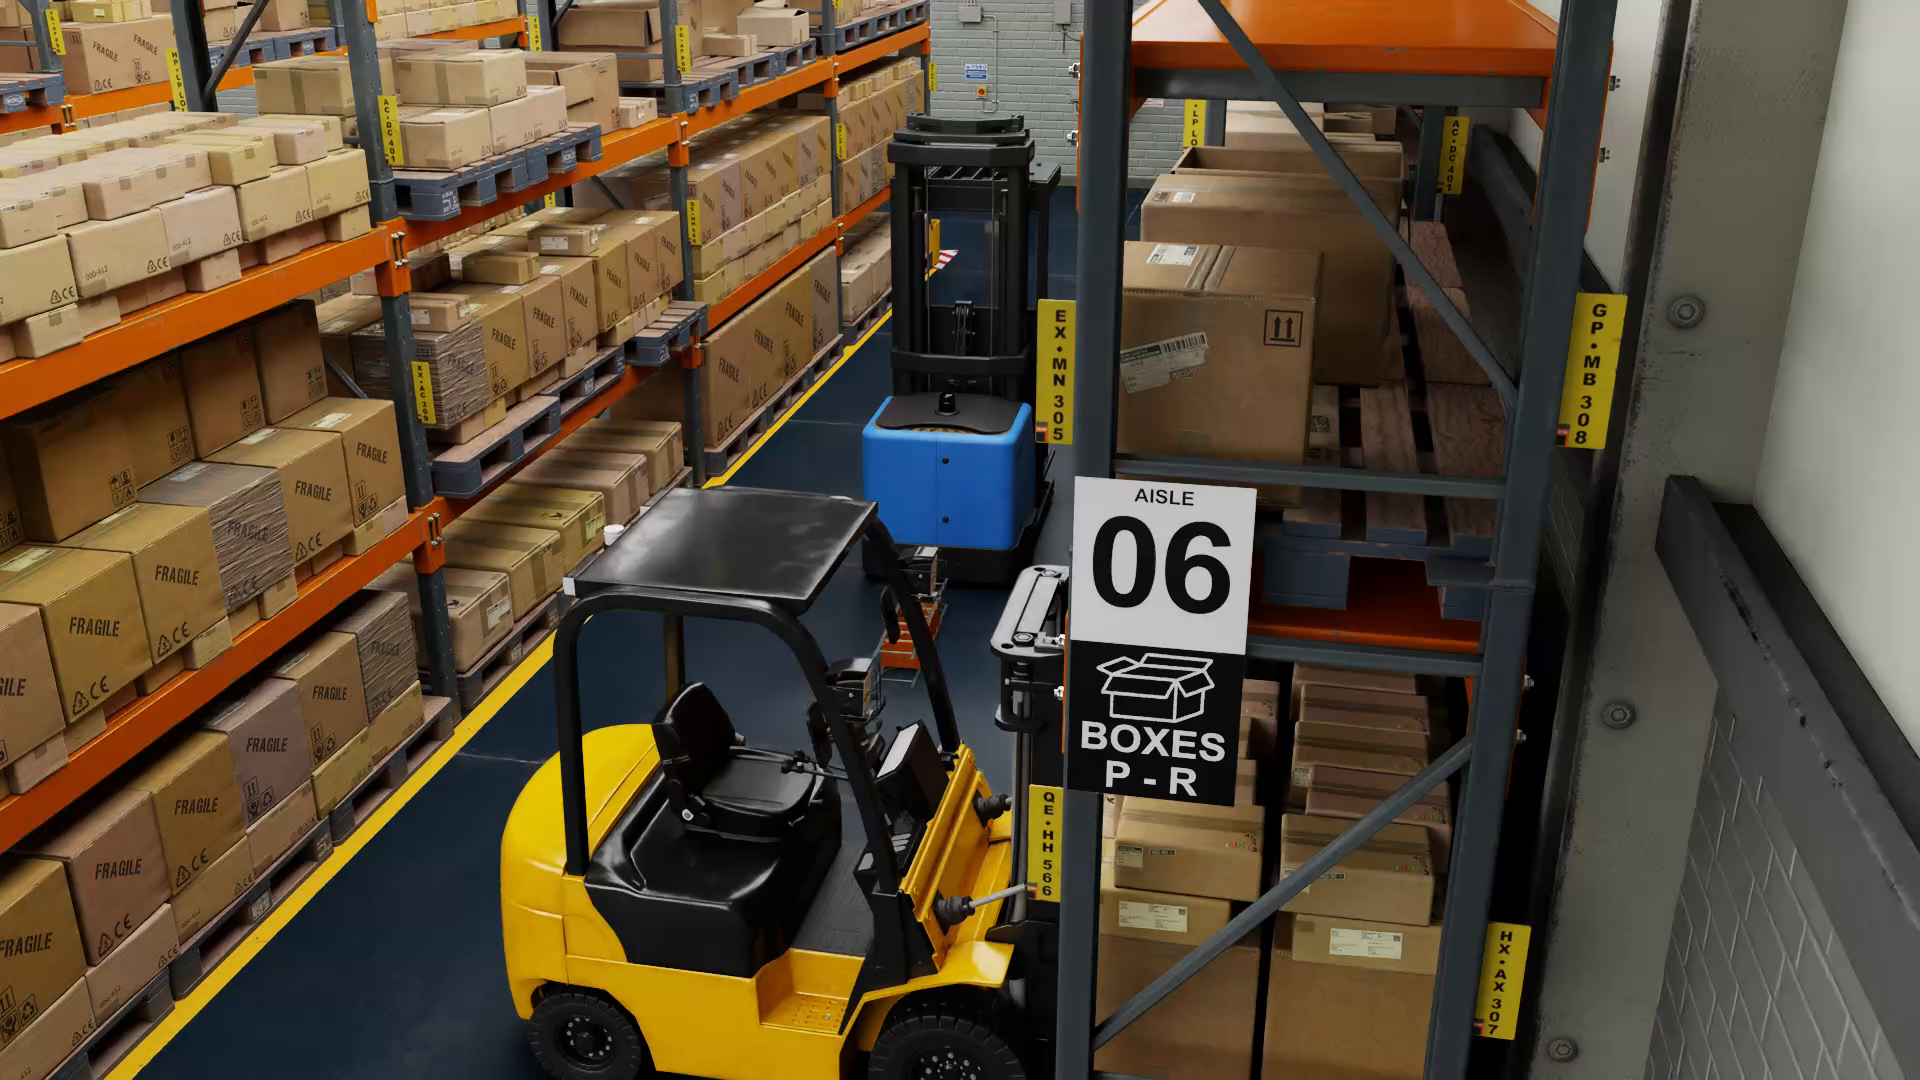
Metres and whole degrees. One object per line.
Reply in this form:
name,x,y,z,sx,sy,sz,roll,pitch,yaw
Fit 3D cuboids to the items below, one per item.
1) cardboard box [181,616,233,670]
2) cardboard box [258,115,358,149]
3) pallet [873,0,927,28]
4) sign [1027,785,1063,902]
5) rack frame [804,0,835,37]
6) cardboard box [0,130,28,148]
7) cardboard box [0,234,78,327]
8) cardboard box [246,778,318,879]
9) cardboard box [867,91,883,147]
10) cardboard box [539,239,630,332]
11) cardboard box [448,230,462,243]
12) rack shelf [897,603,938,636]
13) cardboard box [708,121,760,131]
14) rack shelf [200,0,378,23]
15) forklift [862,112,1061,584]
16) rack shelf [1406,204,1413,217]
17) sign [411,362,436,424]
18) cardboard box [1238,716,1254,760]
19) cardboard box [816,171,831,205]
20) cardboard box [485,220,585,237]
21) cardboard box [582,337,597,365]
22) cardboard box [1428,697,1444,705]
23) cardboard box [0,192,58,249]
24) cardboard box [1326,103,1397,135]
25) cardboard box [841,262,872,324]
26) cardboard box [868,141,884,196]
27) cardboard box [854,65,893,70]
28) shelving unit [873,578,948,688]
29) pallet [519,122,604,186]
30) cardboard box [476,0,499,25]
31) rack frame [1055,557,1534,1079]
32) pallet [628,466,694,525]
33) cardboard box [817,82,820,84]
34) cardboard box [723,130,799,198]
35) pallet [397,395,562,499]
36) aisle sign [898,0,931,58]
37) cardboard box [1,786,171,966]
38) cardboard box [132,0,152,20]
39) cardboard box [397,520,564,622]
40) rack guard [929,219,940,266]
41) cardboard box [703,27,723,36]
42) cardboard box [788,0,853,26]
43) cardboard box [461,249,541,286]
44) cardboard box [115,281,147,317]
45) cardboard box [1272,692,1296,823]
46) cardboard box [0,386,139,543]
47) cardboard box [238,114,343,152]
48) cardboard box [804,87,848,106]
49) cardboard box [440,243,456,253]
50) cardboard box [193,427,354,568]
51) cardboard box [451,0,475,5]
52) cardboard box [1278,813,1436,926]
cardboard box,-3.367,0.423,7.126,0.380,0.149,0.250,5,22,11
cardboard box,-3.320,-2.136,8.766,0.500,0.250,0.500,4,22,10
pallet,-0.990,-5.862,18.496,1.003,0.211,1.213,4,22,11
sign,0.218,0.752,4.105,0.100,0.325,0.005,4,22,11
rack frame,-1.665,-6.103,14.963,1.000,3.000,0.127,4,22,11
cardboard box,-10.908,-4.478,18.759,0.500,0.250,0.500,4,22,11
cardboard box,-3.557,-0.930,5.934,0.500,0.250,0.500,5,22,12
cardboard box,-3.362,1.304,7.720,0.500,0.250,0.500,5,22,12
cardboard box,-1.106,-4.357,17.185,0.500,0.500,0.500,5,22,12
cardboard box,-2.498,-1.675,10.903,0.500,0.500,0.500,3,22,7
cardboard box,-5.914,-3.489,18.959,0.380,0.149,0.250,5,22,11
rack shelf,-0.266,0.490,10.379,0.258,0.180,0.103,4,22,9
cardboard box,-2.113,-3.504,15.065,0.500,0.500,0.500,4,22,11
rack shelf,-2.889,-3.390,9.723,1.077,0.370,4.000,4,22,11
forklift,0.108,-1.589,11.875,1.130,2.935,3.031,4,22,9
rack shelf,1.971,-1.807,9.273,1.077,0.370,4.000,4,22,11
sign,-2.765,-0.758,8.561,0.100,0.325,0.005,4,22,11
cardboard box,0.660,0.622,4.892,0.380,0.149,0.250,5,22,12
cardboard box,-1.517,-3.303,15.572,0.500,0.250,0.500,4,22,11
cardboard box,-2.899,-1.899,11.459,0.500,0.500,0.500,6,23,14
cardboard box,-2.556,-1.225,10.655,0.380,0.149,0.250,4,22,9
cardboard box,1.401,0.529,5.523,0.380,0.149,0.250,5,23,13
cardboard box,-3.480,-1.145,5.934,0.380,0.149,0.250,5,22,12
cardboard box,2.255,-2.387,9.367,0.380,0.166,0.250,4,22,11
cardboard box,-1.432,-2.548,17.033,0.875,0.438,0.875,4,22,10
cardboard box,-1.098,-3.884,17.348,0.500,0.500,0.500,5,22,11
cardboard box,-0.939,-5.073,18.095,0.380,0.149,0.250,4,22,10
shelving unit,-0.292,0.550,10.228,0.258,0.189,1.200,4,22,9
pallet,-2.859,-2.296,9.776,1.213,0.211,1.003,4,22,11
cardboard box,-5.646,-6.072,19.101,0.500,0.250,0.500,4,22,11
rack frame,0.746,1.445,4.250,1.000,3.000,0.127,4,22,11
pallet,-2.642,-0.279,12.263,1.003,0.211,1.213,4,22,11
cardboard box,-1.643,-4.635,17.007,0.380,0.149,0.250,4,22,11
cardboard box,-1.731,-3.274,14.497,0.500,0.500,0.500,5,23,13
pallet,-2.999,-0.574,9.521,1.003,0.211,1.213,4,22,11
aisle sign,-0.531,-5.992,19.237,0.394,0.787,0.004,4,22,11
cardboard box,-3.572,1.327,6.659,0.500,0.500,0.500,4,22,9
cardboard box,-6.877,-4.403,13.597,0.396,0.266,0.258,4,22,11
cardboard box,-3.049,0.174,10.361,0.950,0.372,0.625,6,23,14
rack guard,-0.844,-3.633,20.204,1.175,0.500,0.348,4,22,11
cardboard box,-2.266,-4.362,14.405,0.380,0.166,0.250,3,22,7
cardboard box,-1.339,-5.199,15.901,0.500,0.500,0.500,5,22,12
cardboard box,-2.734,-1.625,9.911,0.380,0.149,0.250,6,23,14
cardboard box,-3.472,-0.973,6.575,0.380,0.149,0.250,4,22,10
cardboard box,1.302,0.862,5.564,0.500,0.500,0.500,4,22,10
cardboard box,-3.871,-0.334,6.798,0.700,0.500,0.500,4,22,11
cardboard box,-3.148,-1.907,7.827,0.380,0.149,0.250,5,22,12
cardboard box,-1.310,-4.322,16.230,0.380,0.149,0.250,5,22,12
cardboard box,-5.915,-3.255,18.778,0.380,0.149,0.250,4,22,11
cardboard box,-3.243,-0.209,7.825,0.500,0.500,0.500,5,23,13
cardboard box,-5.770,-6.115,18.539,0.500,0.250,0.500,5,22,12
cardboard box,1.024,0.853,4.319,0.380,0.149,0.250,4,22,10
